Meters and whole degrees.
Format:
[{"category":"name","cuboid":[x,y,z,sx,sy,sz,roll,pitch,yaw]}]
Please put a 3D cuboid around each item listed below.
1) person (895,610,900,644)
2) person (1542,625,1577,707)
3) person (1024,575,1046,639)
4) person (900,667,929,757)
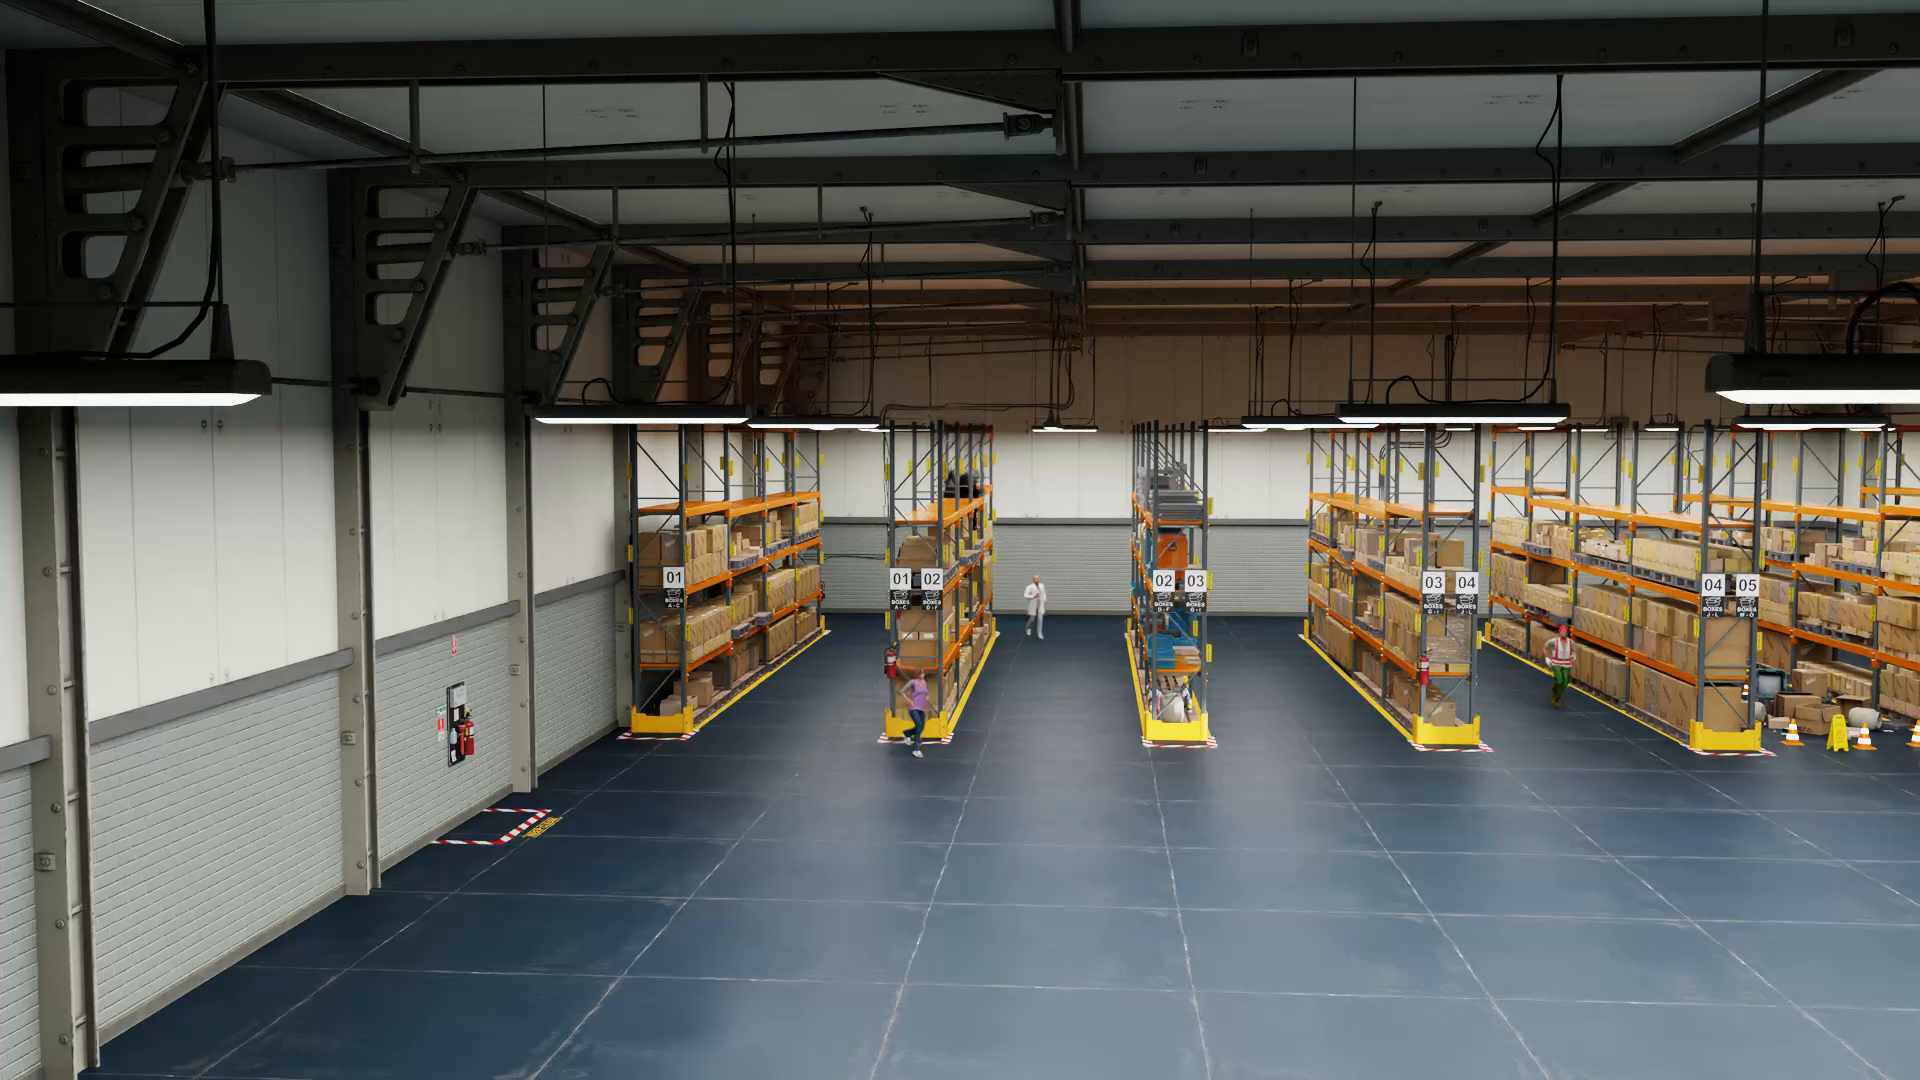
[{"category":"person","cuboid":[-1.476,2.152,43.094,0.695,1.692,0.790,0,4,1]},{"category":"person","cuboid":[12.557,2.647,34.687,0.657,1.736,0.622,0,4,-2]},{"category":"person","cuboid":[2.129,1.870,46.626,0.726,1.760,0.911,-1,4,-19]},{"category":"person","cuboid":[-0.784,3.076,29.974,0.774,1.555,0.566,3,5,42]}]
